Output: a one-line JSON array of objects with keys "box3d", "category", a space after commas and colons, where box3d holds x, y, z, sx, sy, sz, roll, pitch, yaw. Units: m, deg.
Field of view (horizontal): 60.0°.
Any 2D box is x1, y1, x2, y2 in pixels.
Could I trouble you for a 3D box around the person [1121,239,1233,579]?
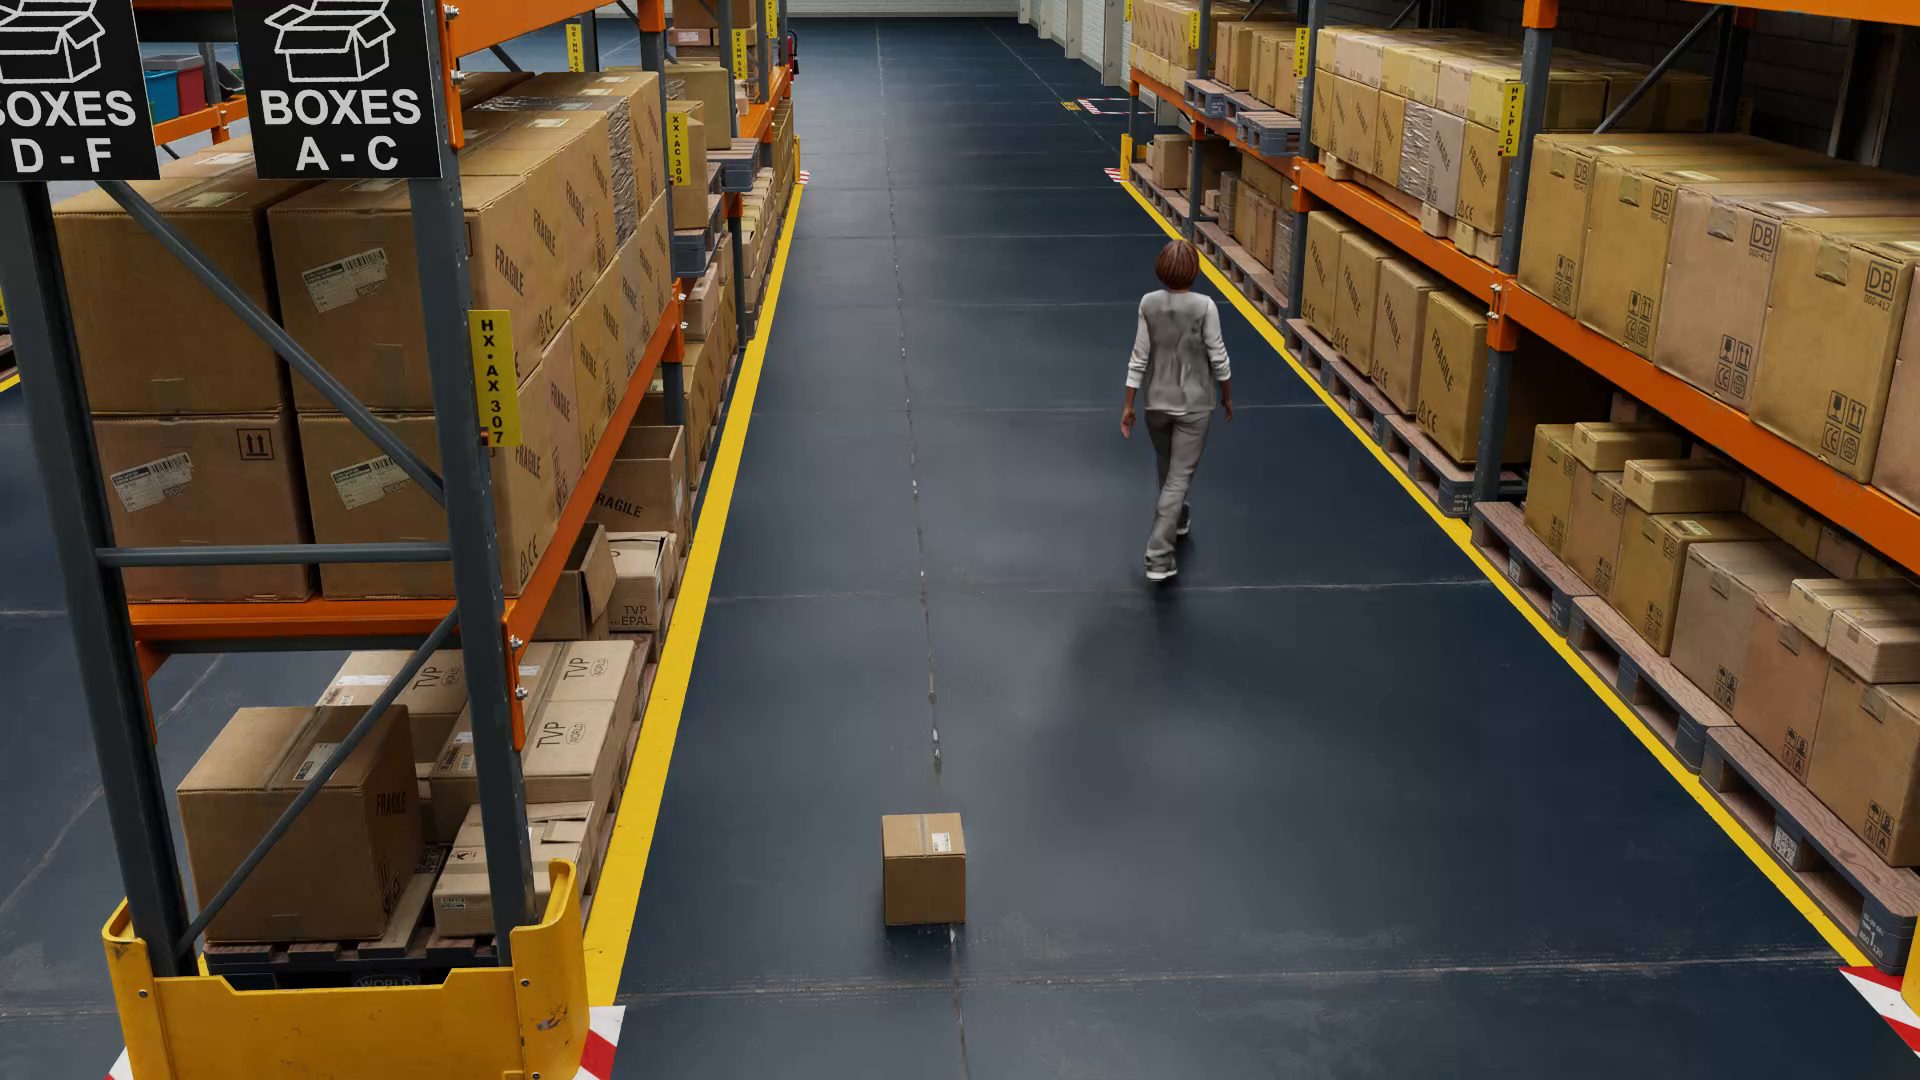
[{"box3d": [1.047, -0.654, 7.790, 0.447, 1.540, 0.930, 11, 23, 27], "category": "person"}]
